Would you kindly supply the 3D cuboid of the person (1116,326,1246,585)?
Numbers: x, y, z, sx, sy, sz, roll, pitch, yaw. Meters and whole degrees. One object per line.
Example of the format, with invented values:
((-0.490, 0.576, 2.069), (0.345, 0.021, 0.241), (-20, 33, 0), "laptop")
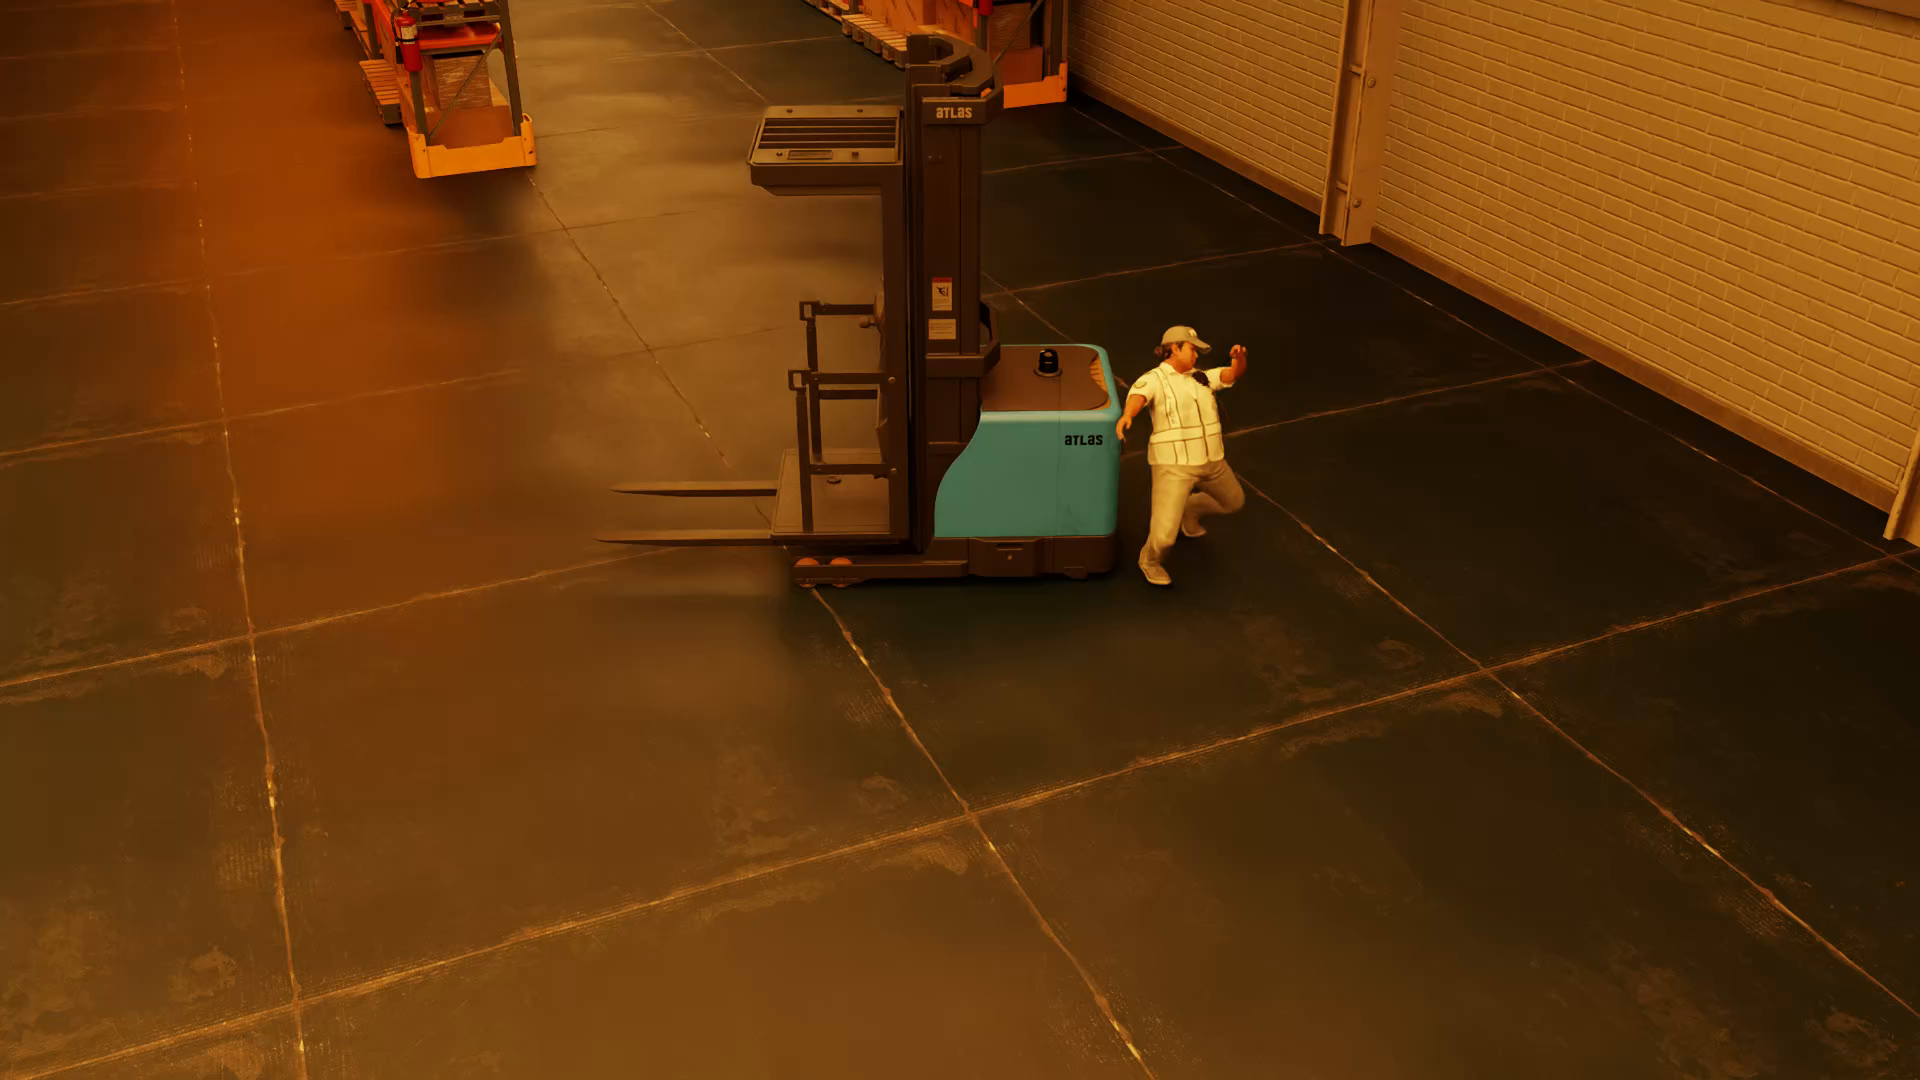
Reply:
((1.157, -0.450, 9.335), (1.031, 1.470, 0.655), (-22, 36, -33), "person")

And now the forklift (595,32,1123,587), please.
((-0.610, -1.265, 9.333), (3.031, 2.935, 1.130), (-1, 30, -1), "forklift")
